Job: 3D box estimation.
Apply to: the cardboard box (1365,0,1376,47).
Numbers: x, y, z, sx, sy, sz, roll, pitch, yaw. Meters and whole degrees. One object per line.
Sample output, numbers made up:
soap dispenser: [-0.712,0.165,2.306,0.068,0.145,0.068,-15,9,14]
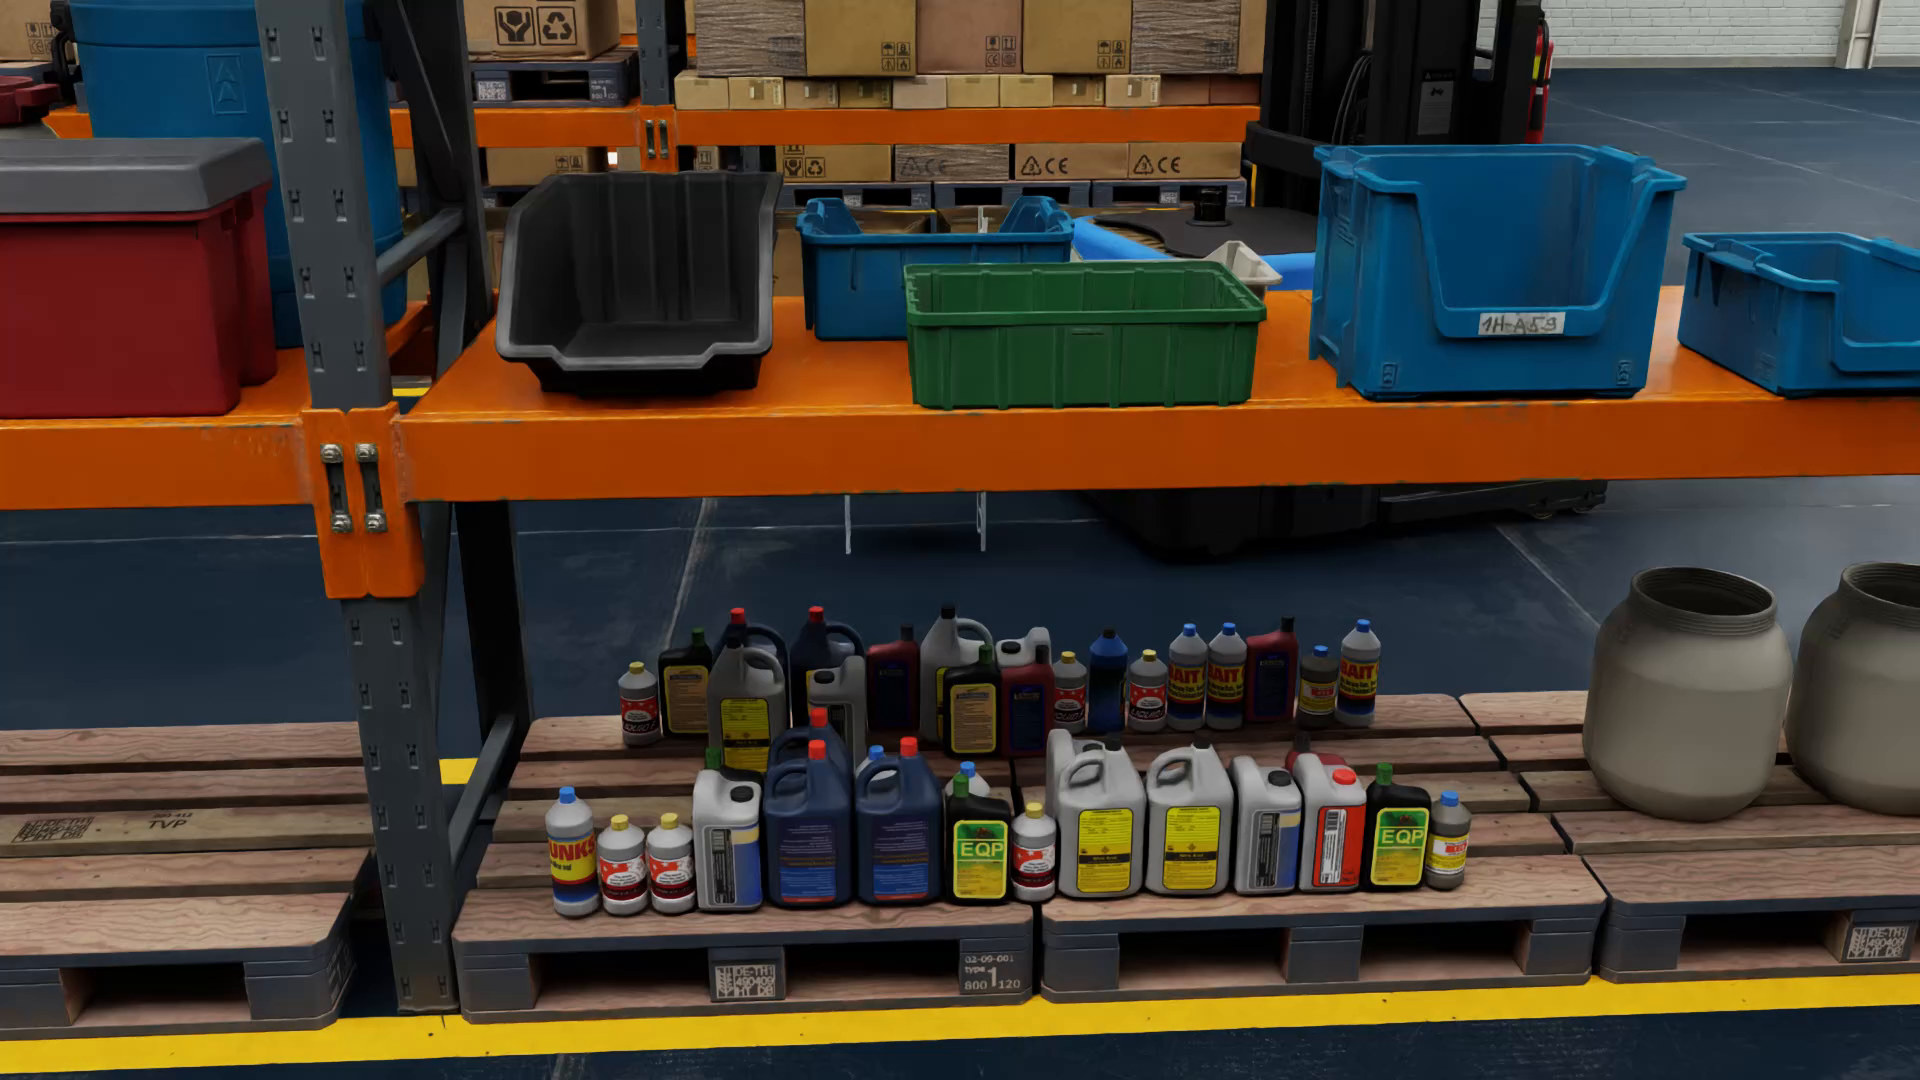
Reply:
cardboard box: [2.013,-2.606,8.191,0.500,0.500,0.875,-1,21,-3]

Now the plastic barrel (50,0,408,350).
plastic barrel: [-1.550,-0.915,3.604,0.708,0.901,0.600,-1,21,-3]

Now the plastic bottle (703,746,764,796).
plastic bottle: [-0.489,0.578,3.586,0.133,0.283,0.061,-1,21,-3]

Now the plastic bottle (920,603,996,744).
plastic bottle: [-0.006,0.325,4.155,0.185,0.351,0.144,-1,21,-3]

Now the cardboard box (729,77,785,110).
cardboard box: [-0.947,-2.121,7.829,0.250,0.149,0.380,-1,21,-3]

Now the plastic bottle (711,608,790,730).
plastic bottle: [-0.520,0.336,4.128,0.185,0.351,0.144,-2,21,-4]

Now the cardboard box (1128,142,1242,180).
cardboard box: [1.708,-3.352,13.105,0.875,0.875,0.875,-1,21,-3]

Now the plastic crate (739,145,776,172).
plastic crate: [-1.513,-3.286,14.407,0.662,0.188,0.450,10,33,25]

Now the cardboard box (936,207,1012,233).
cardboard box: [0.159,-1.417,8.551,0.500,0.500,0.500,-3,21,-8]

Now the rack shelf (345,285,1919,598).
rack shelf: [0.850,-0.285,3.666,4.000,0.370,1.077,-1,21,-3]

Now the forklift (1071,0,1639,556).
forklift: [1.954,-1.618,6.250,3.031,2.935,1.130,-7,22,-18]

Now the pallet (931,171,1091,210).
pallet: [0.373,-2.815,13.217,1.213,0.211,1.003,-1,21,-3]

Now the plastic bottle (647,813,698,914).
plastic bottle: [-0.601,0.666,3.470,0.097,0.201,0.097,0,21,0]

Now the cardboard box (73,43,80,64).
cardboard box: [-3.737,-2.338,7.666,0.500,0.250,0.500,-2,21,-5]

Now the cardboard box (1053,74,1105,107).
cardboard box: [0.546,-2.177,7.976,0.250,0.149,0.380,-1,21,-3]

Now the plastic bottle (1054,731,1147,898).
plastic bottle: [0.296,0.570,3.513,0.185,0.351,0.144,-1,21,-3]

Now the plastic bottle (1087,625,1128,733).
plastic bottle: [0.374,0.346,4.211,0.097,0.271,0.097,0,21,0]

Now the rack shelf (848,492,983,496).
rack shelf: [-0.165,-0.273,6.007,0.480,0.148,0.258,-1,21,-3]

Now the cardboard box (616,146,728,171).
cardboard box: [-2.226,-3.205,12.894,0.750,0.750,1.050,-1,21,-3]

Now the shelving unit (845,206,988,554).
shelving unit: [-0.165,-0.557,5.899,0.503,1.200,0.258,-1,21,-3]

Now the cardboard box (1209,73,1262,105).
cardboard box: [1.292,-2.207,8.055,0.250,0.149,0.380,-1,21,-3]

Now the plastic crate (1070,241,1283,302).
plastic crate: [0.460,-0.581,3.801,0.437,0.136,0.530,-1,21,-3]

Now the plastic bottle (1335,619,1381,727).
plastic bottle: [1.019,0.333,4.246,0.097,0.271,0.097,0,21,0]

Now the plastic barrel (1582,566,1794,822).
plastic barrel: [1.694,0.355,3.879,0.421,0.512,0.421,0,21,0]

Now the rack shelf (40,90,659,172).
rack shelf: [-3.426,-1.964,8.074,4.000,0.370,1.077,-1,21,-3]

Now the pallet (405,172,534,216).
pallet: [-3.599,-2.733,13.002,1.213,0.211,1.003,-1,21,-3]

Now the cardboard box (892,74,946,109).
cardboard box: [-0.198,-2.135,7.866,0.250,0.149,0.380,-1,21,-3]

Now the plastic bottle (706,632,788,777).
plastic bottle: [-0.512,0.387,3.993,0.185,0.351,0.144,-1,21,-3]

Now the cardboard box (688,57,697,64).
cardboard box: [-3.578,-6.683,22.205,0.625,0.625,0.875,-1,21,-4]

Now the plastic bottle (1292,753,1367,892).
plastic bottle: [0.785,0.594,3.556,0.135,0.276,0.152,-1,21,-3]

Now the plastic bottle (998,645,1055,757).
plastic bottle: [0.163,0.393,4.073,0.133,0.283,0.061,-1,21,-3]

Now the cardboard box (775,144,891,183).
cardboard box: [-0.980,-3.296,12.957,0.875,0.875,0.875,-1,21,-2]

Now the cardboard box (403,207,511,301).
cardboard box: [-2.521,-1.370,8.398,0.500,0.500,0.700,-1,21,-3]

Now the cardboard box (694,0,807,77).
cardboard box: [-0.977,-2.513,7.948,0.500,0.500,0.875,-1,21,-3]

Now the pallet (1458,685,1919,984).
pallet: [1.962,0.674,4.054,1.213,0.211,1.003,-1,21,-3]

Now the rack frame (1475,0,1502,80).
rack frame: [2.564,-2.422,8.266,0.127,3.000,1.000,-1,21,-3]

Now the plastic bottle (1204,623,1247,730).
plastic bottle: [0.677,0.340,4.228,0.097,0.271,0.097,0,21,0]

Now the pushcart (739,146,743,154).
pushcart: [-1.815,-3.826,15.641,0.936,0.377,1.648,-9,23,-22]

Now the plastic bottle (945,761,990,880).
plastic bottle: [0.016,0.599,3.547,0.097,0.271,0.097,0,21,0]

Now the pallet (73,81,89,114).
pallet: [-3.449,-2.224,8.017,1.213,0.211,1.003,-1,21,-3]

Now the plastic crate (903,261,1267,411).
plastic crate: [0.225,-0.409,3.278,0.662,0.188,0.450,-1,21,-3]

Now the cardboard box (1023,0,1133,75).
cardboard box: [0.519,-2.552,8.051,0.500,0.500,0.875,-1,21,-3]

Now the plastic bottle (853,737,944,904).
plastic bottle: [-0.129,0.579,3.490,0.185,0.351,0.144,-2,21,-5]

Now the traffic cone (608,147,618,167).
traffic cone: [-3.037,-3.428,14.474,0.334,0.463,0.336,-1,21,-3]
